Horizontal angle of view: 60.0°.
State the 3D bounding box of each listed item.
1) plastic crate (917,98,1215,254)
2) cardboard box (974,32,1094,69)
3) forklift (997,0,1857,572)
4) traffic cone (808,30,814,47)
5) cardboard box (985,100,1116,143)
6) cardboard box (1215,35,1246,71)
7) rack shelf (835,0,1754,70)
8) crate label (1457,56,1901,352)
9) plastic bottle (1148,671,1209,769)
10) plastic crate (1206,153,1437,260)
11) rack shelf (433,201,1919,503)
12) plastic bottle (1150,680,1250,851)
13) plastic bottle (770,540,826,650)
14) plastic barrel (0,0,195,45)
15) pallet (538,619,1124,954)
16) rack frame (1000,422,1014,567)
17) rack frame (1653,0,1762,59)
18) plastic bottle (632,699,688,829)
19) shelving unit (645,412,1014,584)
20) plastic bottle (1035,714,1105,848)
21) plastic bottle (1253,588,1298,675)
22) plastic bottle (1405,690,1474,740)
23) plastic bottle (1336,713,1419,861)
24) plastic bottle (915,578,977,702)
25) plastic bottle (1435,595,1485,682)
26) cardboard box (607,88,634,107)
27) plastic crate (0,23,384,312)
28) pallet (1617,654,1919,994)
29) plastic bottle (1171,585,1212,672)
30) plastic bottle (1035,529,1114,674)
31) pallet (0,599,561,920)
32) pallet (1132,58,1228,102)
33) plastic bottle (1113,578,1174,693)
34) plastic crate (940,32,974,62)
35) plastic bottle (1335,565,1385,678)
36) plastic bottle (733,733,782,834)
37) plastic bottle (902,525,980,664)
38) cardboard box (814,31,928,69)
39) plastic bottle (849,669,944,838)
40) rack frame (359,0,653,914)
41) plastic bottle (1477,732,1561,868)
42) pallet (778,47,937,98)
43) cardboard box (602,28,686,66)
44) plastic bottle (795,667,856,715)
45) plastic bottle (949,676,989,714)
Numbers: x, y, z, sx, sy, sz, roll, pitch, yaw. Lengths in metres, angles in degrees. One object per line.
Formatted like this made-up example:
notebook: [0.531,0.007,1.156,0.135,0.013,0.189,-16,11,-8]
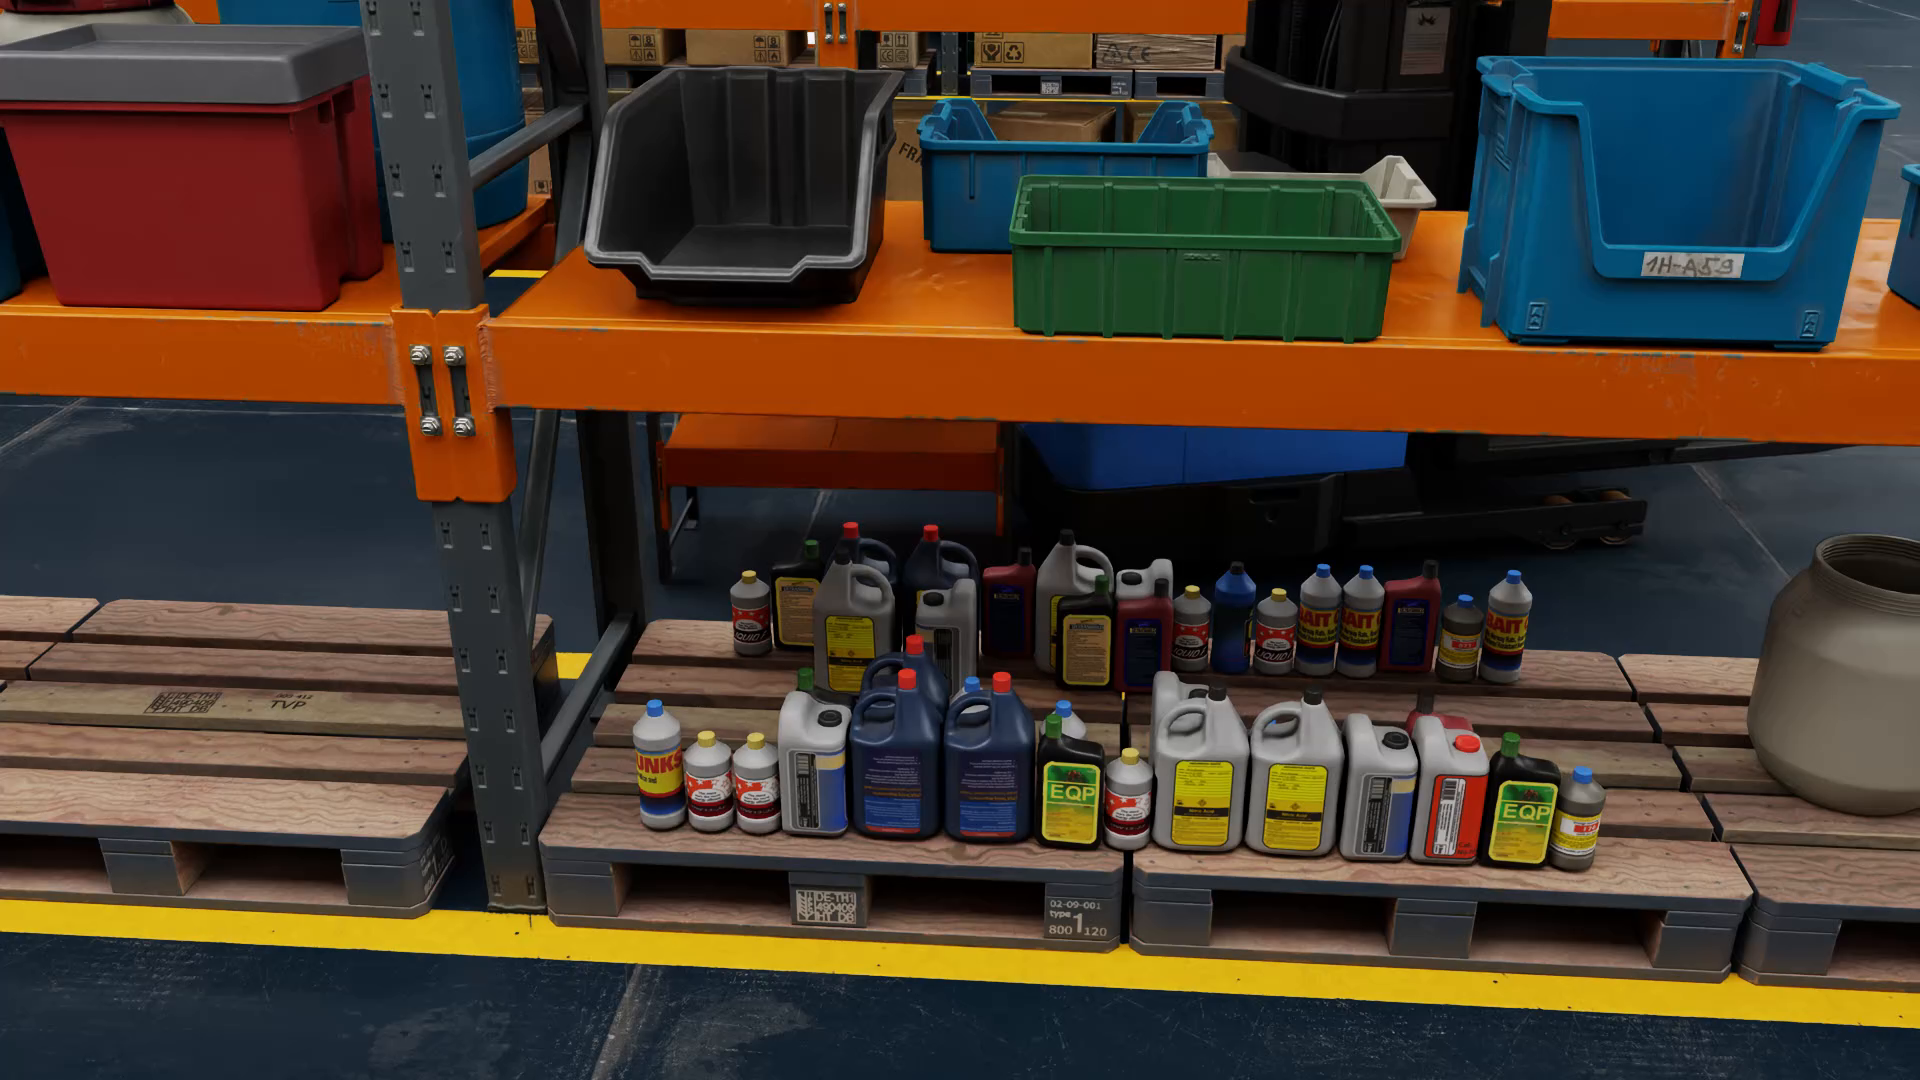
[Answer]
plastic crate: [0.223,-0.790,3.556,0.616,0.251,0.499,2,25,4]
cardboard box: [0.580,-4.084,12.577,0.875,0.875,0.875,2,25,5]
forklift: [1.677,-1.513,5.031,3.031,2.935,1.130,-5,25,-10]
traffic cone: [-1.263,-4.428,14.319,0.334,0.463,0.336,2,25,4]
cardboard box: [0.445,-1.855,8.180,0.500,0.500,0.500,10,27,21]
cardboard box: [2.388,-4.027,12.453,0.875,0.875,0.875,1,25,3]
rack shelf: [1.472,-2.453,7.853,4.000,0.370,1.077,2,25,4]
crate label: [1.231,-0.614,2.953,0.616,0.435,0.502,2,25,4]
plastic bottle: [0.470,0.414,3.494,0.135,0.276,0.152,2,25,4]
plastic crate: [0.737,-0.713,3.527,0.437,0.136,0.530,2,25,4]
rack shelf: [1.093,-0.389,3.367,4.000,0.370,1.077,2,25,4]
plastic bottle: [0.484,0.442,3.343,0.185,0.351,0.144,2,25,4]
plastic bottle: [-0.396,0.132,4.097,0.133,0.283,0.061,3,25,7]
plastic barrel: [-1.839,-0.963,3.593,0.433,0.535,0.433,0,25,0]
pallet: [-0.235,0.526,3.854,1.213,0.211,1.003,2,25,4]
rack frame: [0.145,-0.466,4.916,0.032,1.125,0.500,1,25,2]
rack frame: [3.466,-2.716,7.564,0.127,3.000,1.000,2,25,4]
plastic bottle: [-0.617,0.453,3.415,0.097,0.271,0.097,0,25,0]
shelving unit: [-0.363,-0.475,4.936,1.048,1.125,0.538,1,25,2]
plastic bottle: [0.221,0.482,3.337,0.133,0.283,0.061,3,25,6]
plastic bottle: [0.763,0.215,4.017,0.097,0.201,0.097,0,25,0]
plastic bottle: [0.981,0.443,3.423,0.133,0.283,0.061,2,25,4]
plastic bottle: [0.835,0.486,3.338,0.135,0.276,0.152,1,25,3]
plastic bottle: [-0.032,0.227,3.900,0.135,0.276,0.152,2,25,4]
plastic bottle: [1.200,0.229,3.986,0.097,0.201,0.097,0,25,0]
cardboard box: [-1.607,-1.960,8.385,0.500,0.500,0.700,2,25,4]
plastic crate: [-1.408,-0.697,3.099,0.583,0.464,0.402,2,25,4]
pallet: [2.198,0.604,3.685,1.213,0.211,1.003,2,25,4]
plastic bottle: [0.558,0.208,4.031,0.097,0.201,0.097,0,25,0]
plastic bottle: [0.276,0.141,3.998,0.185,0.351,0.144,2,25,4]
pallet: [-1.687,0.478,3.958,1.213,0.211,1.003,2,25,4]
pallet: [1.930,-3.546,12.704,1.213,0.211,1.003,2,25,4]
plastic bottle: [0.430,0.223,3.901,0.133,0.283,0.061,2,25,4]
plastic crate: [0.232,-4.197,14.078,0.662,0.188,0.450,16,39,31]
plastic bottle: [0.961,0.189,3.988,0.097,0.271,0.097,0,25,0]
plastic bottle: [-0.414,0.491,3.415,0.097,0.201,0.097,0,25,0]
plastic bottle: [-0.046,0.131,4.021,0.185,0.351,0.144,1,25,1]
cardboard box: [-0.668,-4.059,12.672,0.750,0.750,1.050,2,25,4]
plastic bottle: [-0.128,0.423,3.386,0.185,0.351,0.144,3,25,5]
rack frame: [-0.901,-0.780,3.356,0.127,3.000,1.000,2,25,4]
plastic bottle: [1.104,0.510,3.276,0.133,0.283,0.061,2,25,5]
pallet: [-0.817,-3.634,12.896,1.213,0.211,1.003,2,25,4]
cardboard box: [-2.558,-4.121,12.807,0.750,0.750,1.050,2,25,5]
plastic bottle: [-0.285,0.402,3.511,0.133,0.283,0.061,2,25,4]
plastic bottle: [0.025,0.413,3.501,0.097,0.271,0.097,0,25,0]
